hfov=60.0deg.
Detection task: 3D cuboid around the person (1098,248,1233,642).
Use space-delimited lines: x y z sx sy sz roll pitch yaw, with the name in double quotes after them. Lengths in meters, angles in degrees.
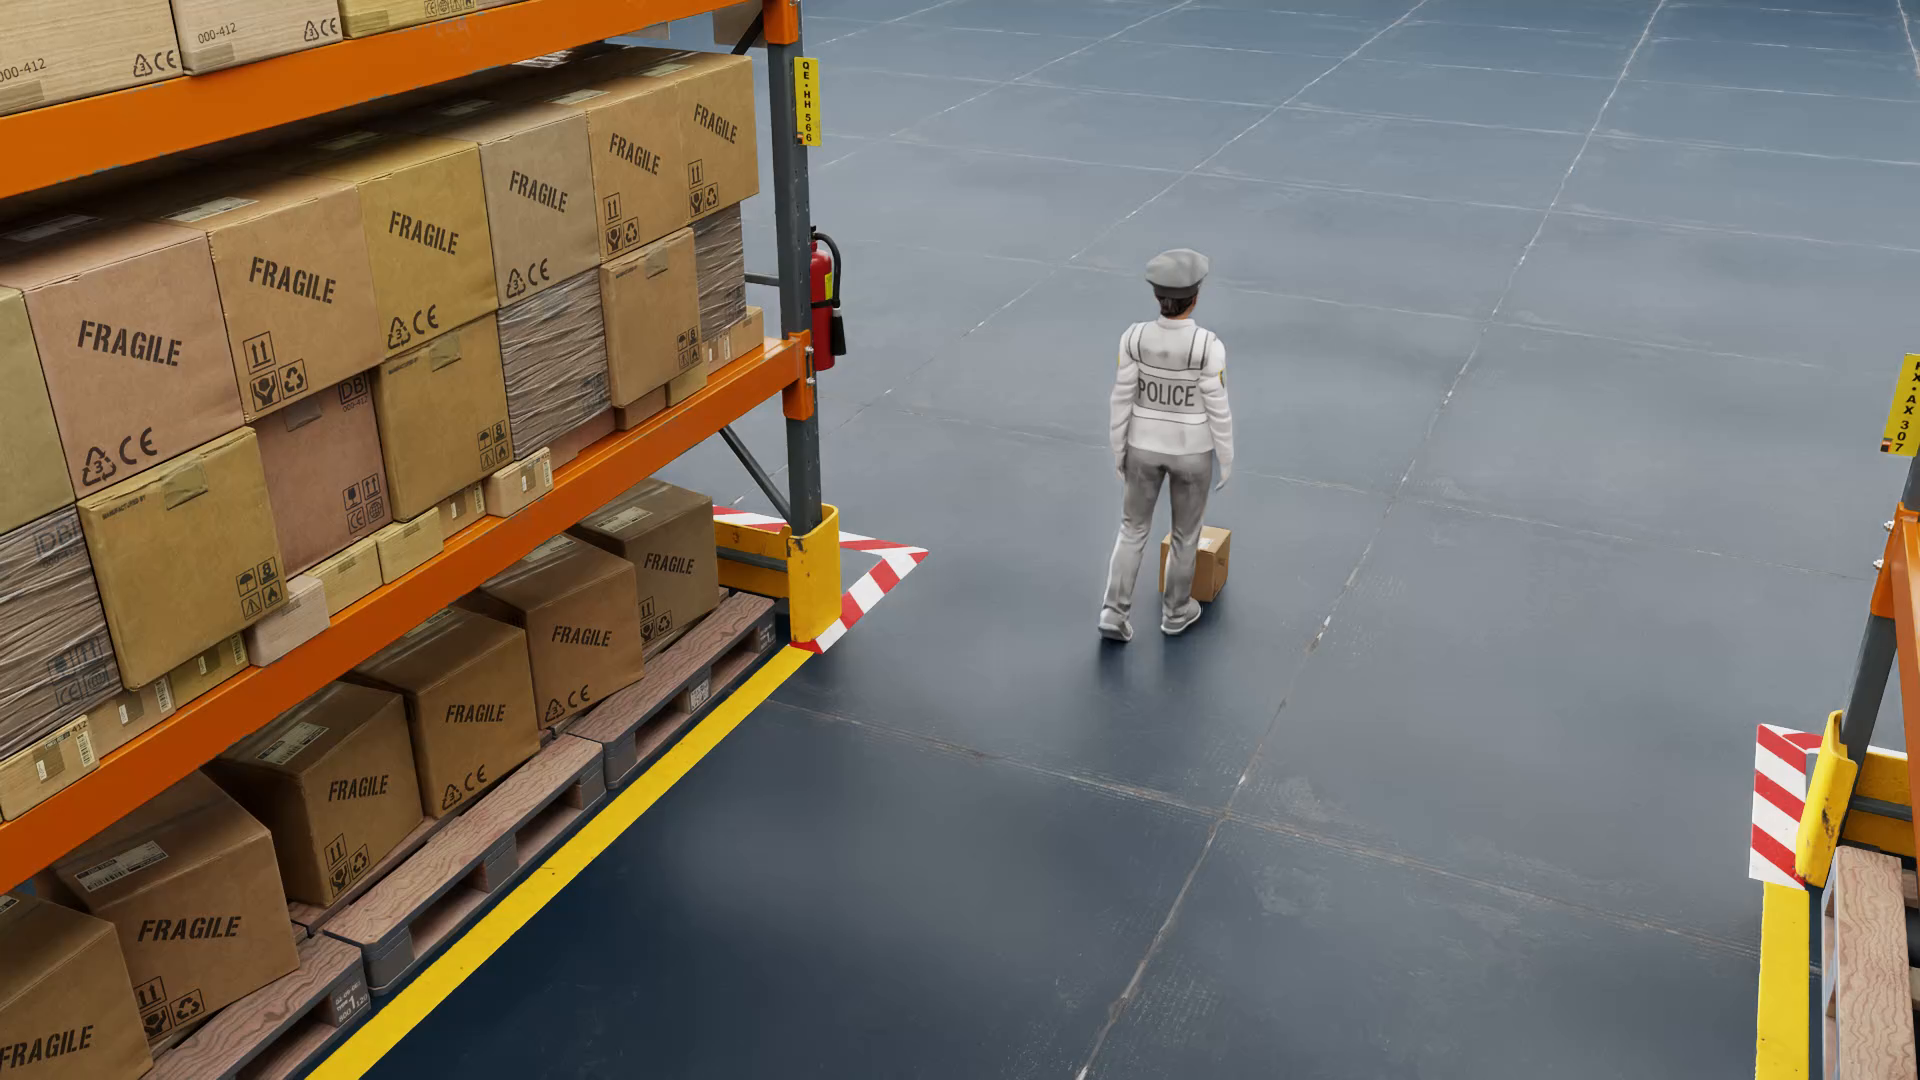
0.864 -0.345 6.801 0.503 1.705 0.523 11 28 22 "person"
